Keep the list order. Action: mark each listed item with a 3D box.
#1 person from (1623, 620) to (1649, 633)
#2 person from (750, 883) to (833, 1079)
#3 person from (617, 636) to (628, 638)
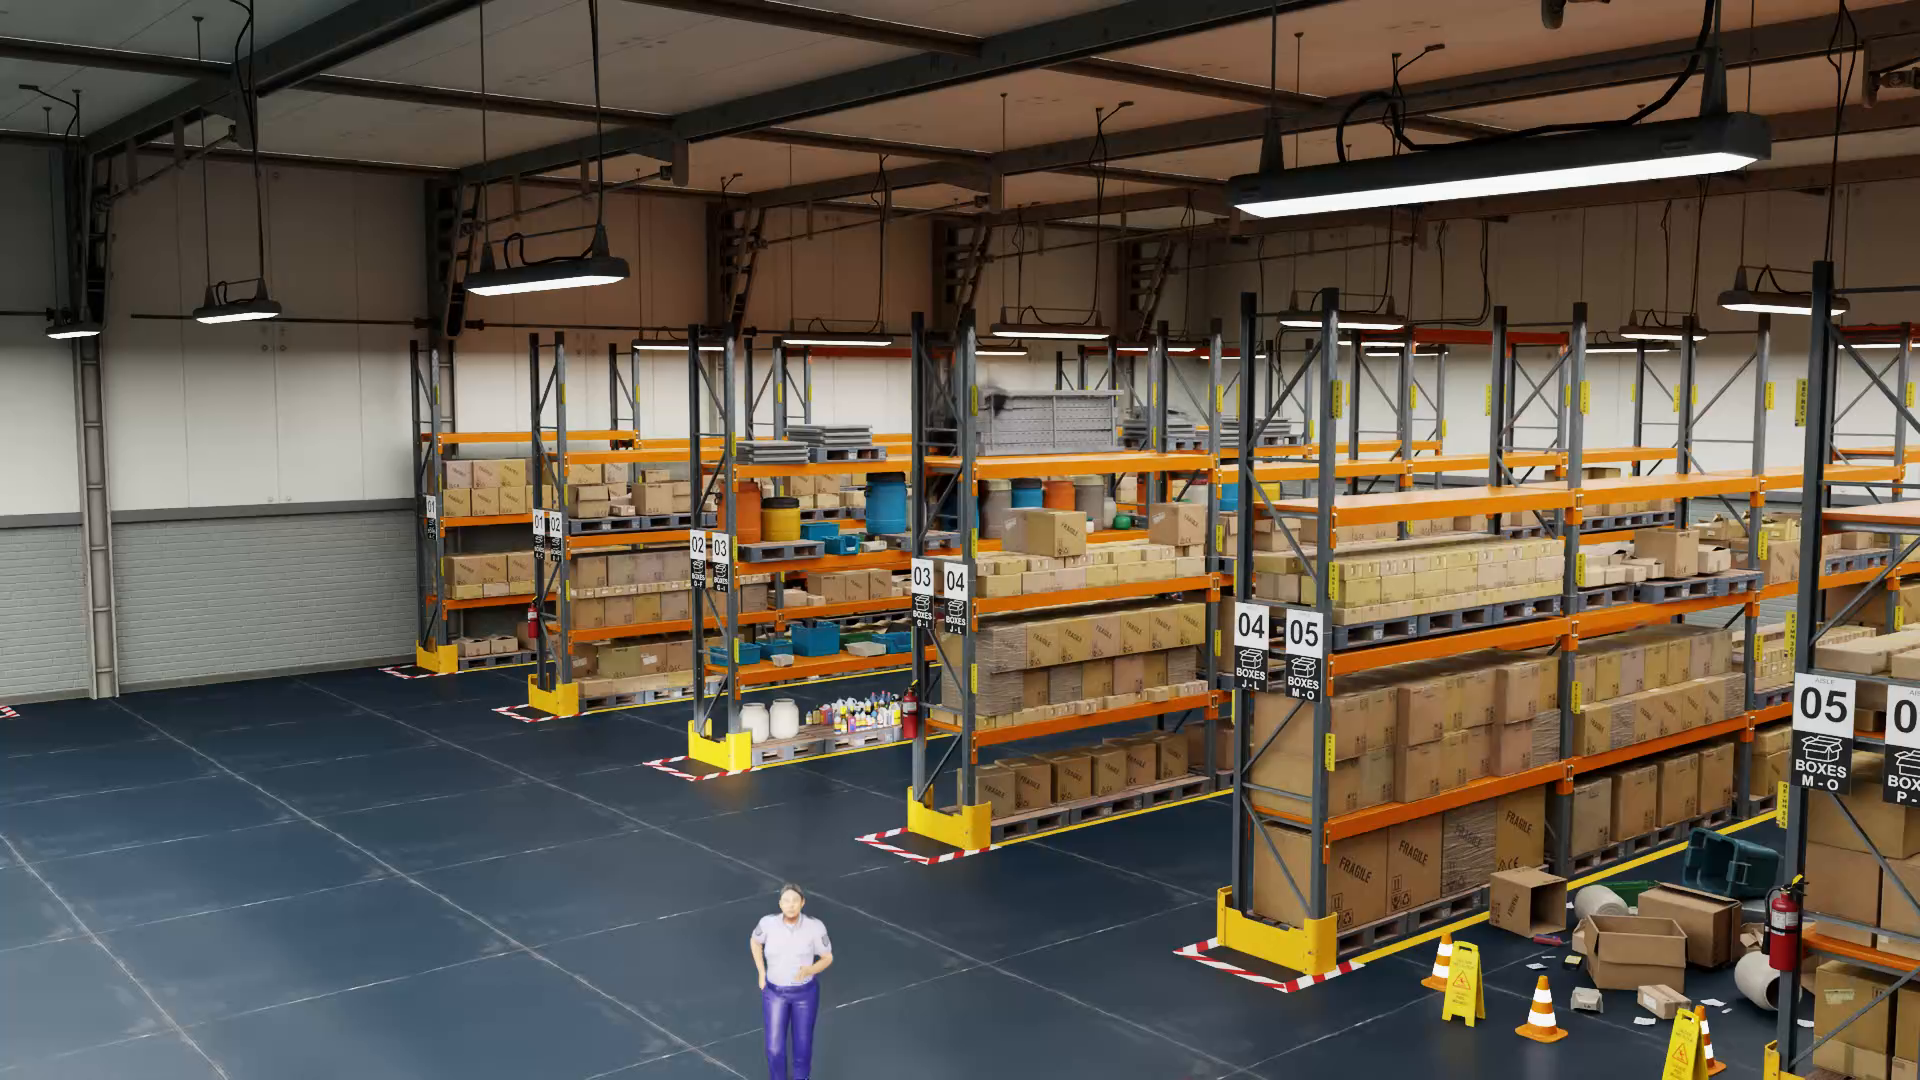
[{"bbox_3d":[10.285,2.010,25.128,0.710,1.693,1.005,5,7,42],"label":"person"},{"bbox_3d":[-1.195,3.277,11.811,0.592,1.716,0.671,0,5,-4],"label":"person"},{"bbox_3d":[-5.943,1.598,29.366,0.687,1.740,0.840,5,7,41],"label":"person"}]
